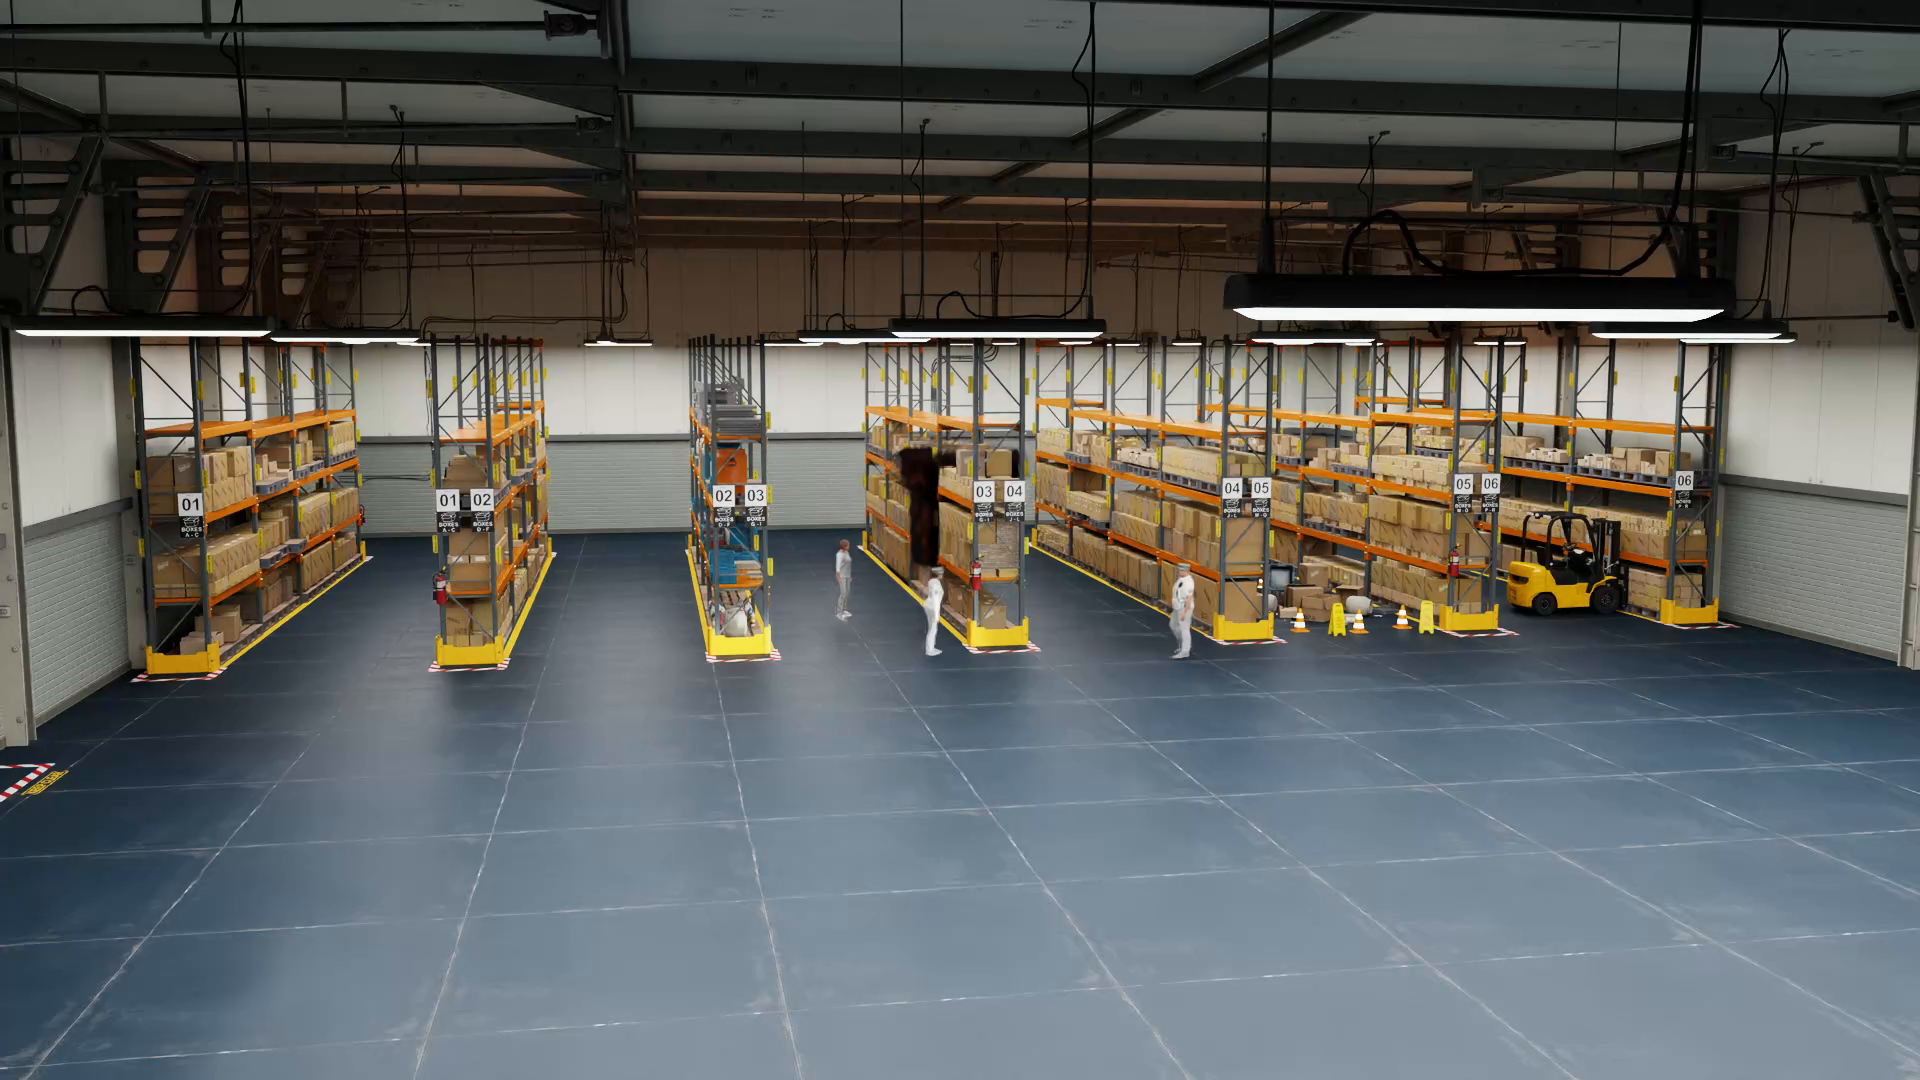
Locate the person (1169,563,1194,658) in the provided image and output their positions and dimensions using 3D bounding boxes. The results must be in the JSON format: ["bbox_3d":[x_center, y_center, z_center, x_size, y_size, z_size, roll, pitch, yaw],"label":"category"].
[{"bbox_3d":[4.126,1.314,31.061,0.477,1.788,0.666,-2,7,-21],"label":"person"}]

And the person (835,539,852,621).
[{"bbox_3d":[-2.378,0.802,33.813,0.332,1.649,0.482,2,7,16],"label":"person"}]

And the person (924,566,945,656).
[{"bbox_3d":[-0.485,1.331,31.228,0.384,1.673,0.516,-1,7,-9],"label":"person"}]

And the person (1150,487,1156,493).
[{"bbox_3d":[5.613,-0.735,48.717,0.503,1.819,0.608,-3,7,-27],"label":"person"}]
